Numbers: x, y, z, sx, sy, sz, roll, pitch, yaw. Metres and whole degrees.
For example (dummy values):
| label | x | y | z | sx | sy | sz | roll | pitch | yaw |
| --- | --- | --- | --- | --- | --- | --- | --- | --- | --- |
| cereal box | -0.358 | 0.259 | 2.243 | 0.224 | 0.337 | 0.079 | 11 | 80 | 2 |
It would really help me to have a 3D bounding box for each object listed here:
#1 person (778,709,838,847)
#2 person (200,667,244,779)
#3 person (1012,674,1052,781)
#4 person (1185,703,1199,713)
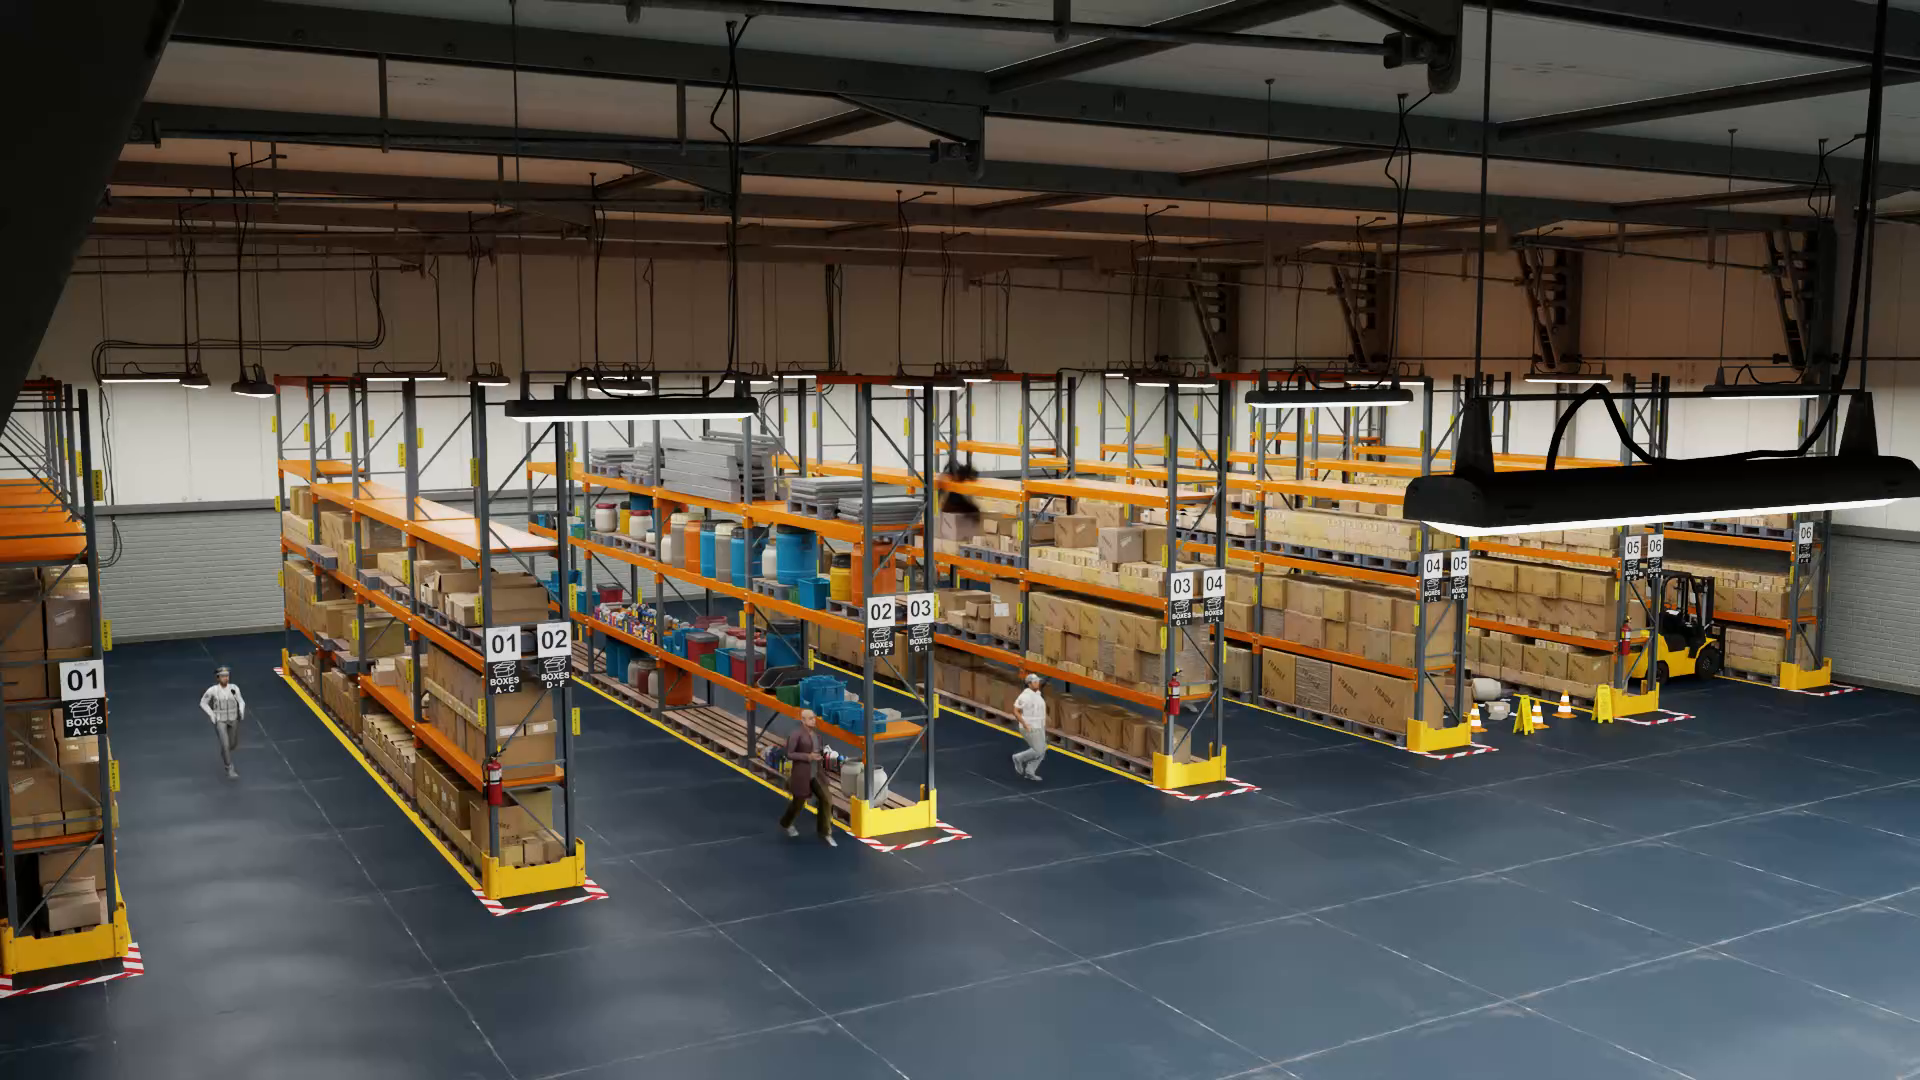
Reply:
| label | x | y | z | sx | sy | sz | roll | pitch | yaw |
| --- | --- | --- | --- | --- | --- | --- | --- | --- | --- |
| person | -2.041 | 3.090 | 21.695 | 0.930 | 1.822 | 0.723 | 5 | 8 | 41 |
| person | -11.198 | 2.751 | 25.305 | 0.618 | 1.684 | 0.762 | -5 | 8 | -39 |
| person | 1.094 | 2.809 | 24.937 | 0.547 | 1.624 | 0.611 | 4 | 7 | 31 |
| person | 3.917 | 2.170 | 29.950 | 0.640 | 1.796 | 0.890 | -4 | 7 | -31 |
